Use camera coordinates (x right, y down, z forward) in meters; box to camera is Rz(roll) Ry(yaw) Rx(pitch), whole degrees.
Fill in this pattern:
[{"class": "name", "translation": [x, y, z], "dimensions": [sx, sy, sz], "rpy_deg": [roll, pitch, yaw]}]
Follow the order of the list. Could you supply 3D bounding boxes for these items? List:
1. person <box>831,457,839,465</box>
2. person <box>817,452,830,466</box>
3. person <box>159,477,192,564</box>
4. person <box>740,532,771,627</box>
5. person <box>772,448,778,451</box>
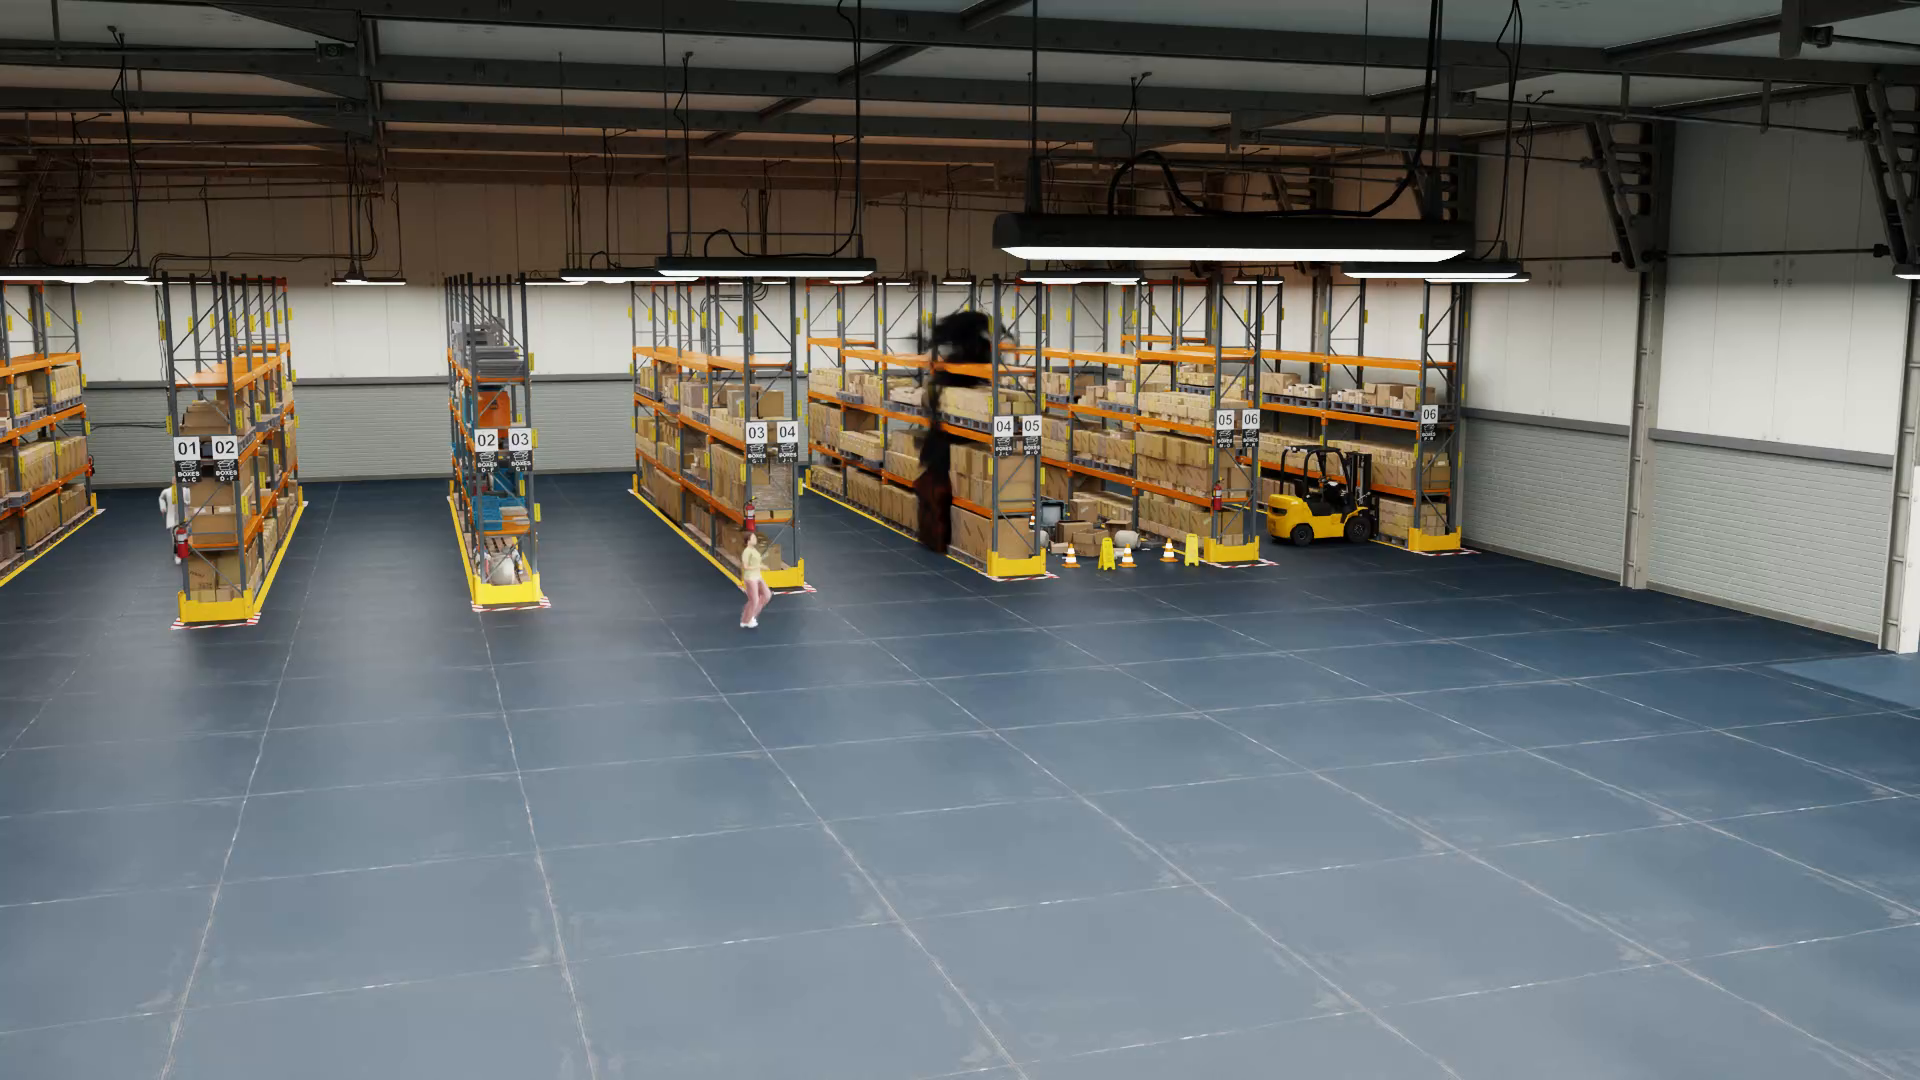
[{"class": "person", "translation": [-3.580, -2.650, 49.741], "dimensions": [0.732, 1.741, 0.688], "rpy_deg": [3, 9, 22]}, {"class": "person", "translation": [-3.970, -2.599, 49.847], "dimensions": [0.636, 1.672, 0.591], "rpy_deg": [-2, 9, -14]}, {"class": "person", "translation": [-16.445, -0.455, 34.996], "dimensions": [0.695, 1.781, 1.045], "rpy_deg": [-4, 10, -25]}, {"class": "person", "translation": [-3.468, 0.666, 28.174], "dimensions": [0.556, 1.631, 0.567], "rpy_deg": [2, 9, 13]}, {"class": "person", "translation": [-5.177, -2.160, 46.466], "dimensions": [0.705, 1.780, 0.857], "rpy_deg": [-1, 9, -7]}]
